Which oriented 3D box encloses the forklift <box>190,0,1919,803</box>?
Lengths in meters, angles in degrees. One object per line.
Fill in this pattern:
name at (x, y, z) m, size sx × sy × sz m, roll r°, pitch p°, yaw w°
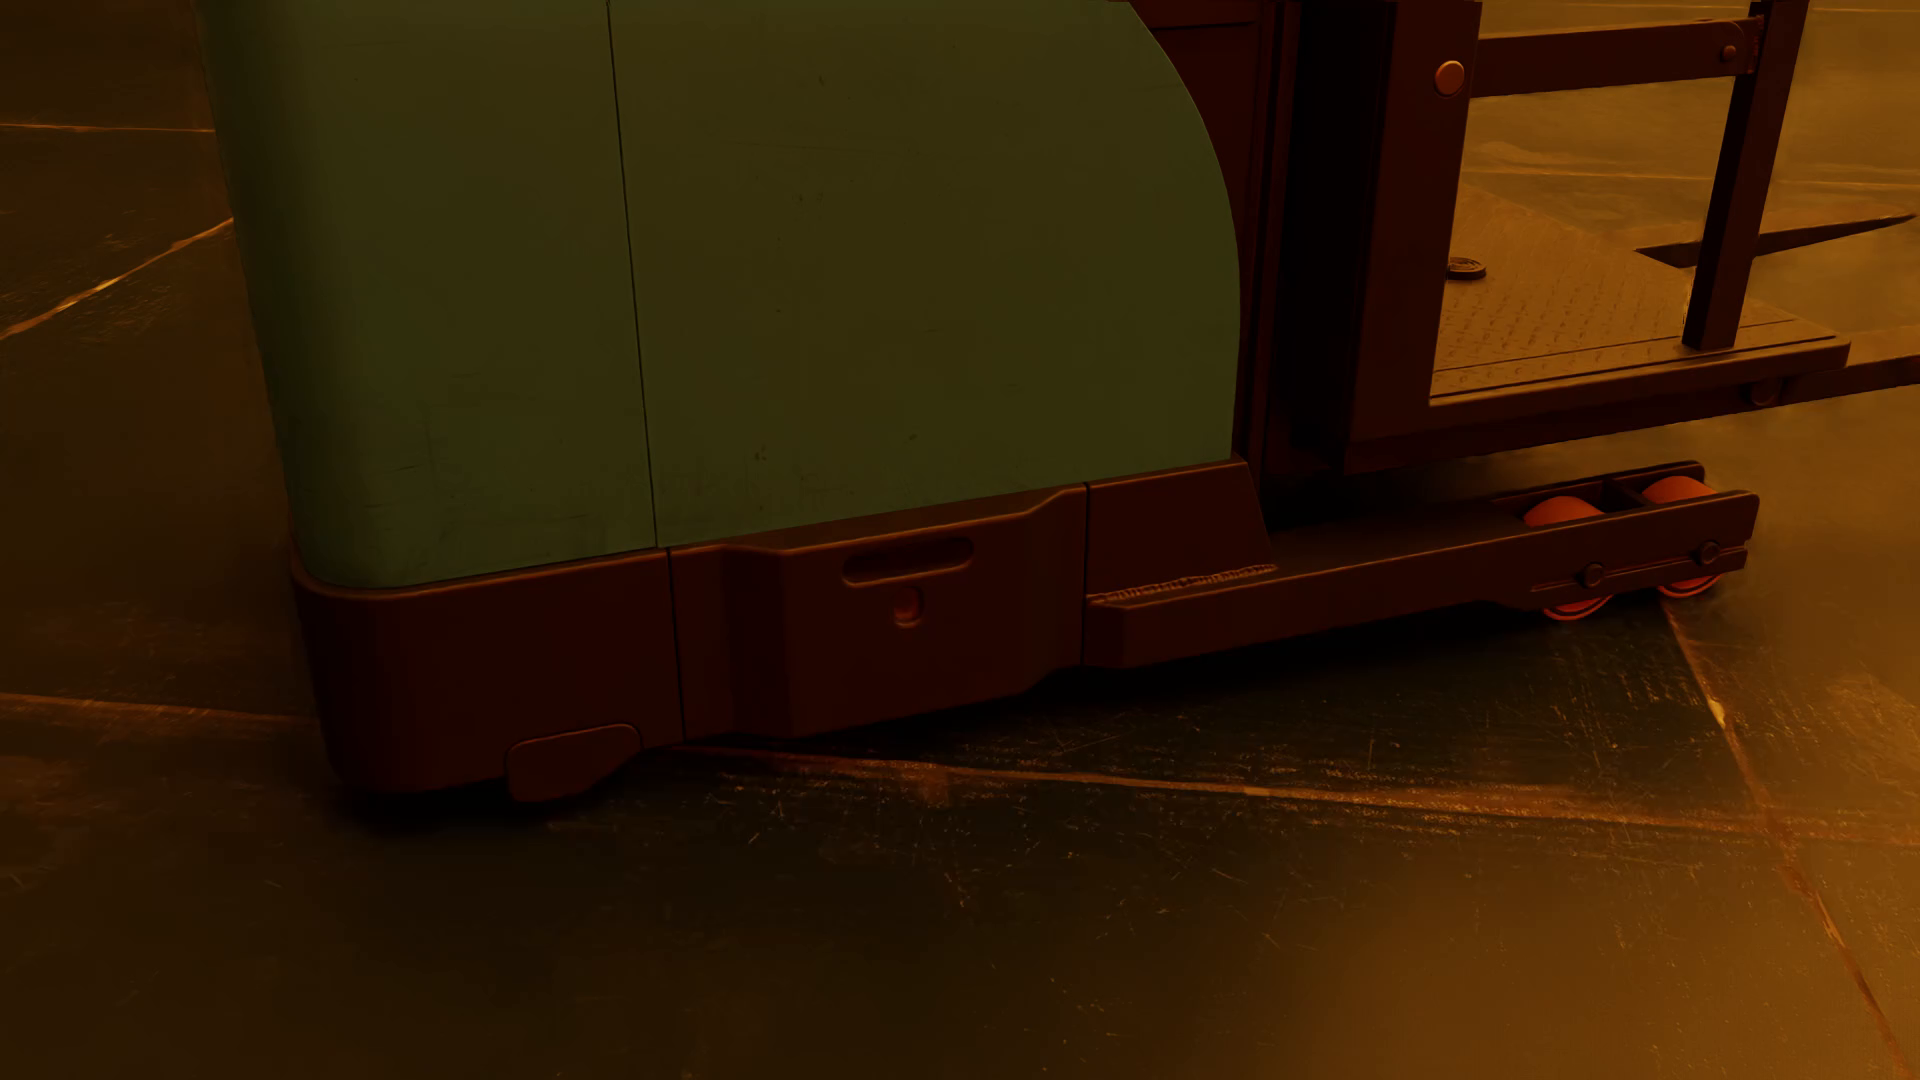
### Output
forklift at (0.574, -1.413, 2.049) m, size 3.031 × 2.935 × 1.130 m, roll -9°, pitch 28°, yaw -18°
